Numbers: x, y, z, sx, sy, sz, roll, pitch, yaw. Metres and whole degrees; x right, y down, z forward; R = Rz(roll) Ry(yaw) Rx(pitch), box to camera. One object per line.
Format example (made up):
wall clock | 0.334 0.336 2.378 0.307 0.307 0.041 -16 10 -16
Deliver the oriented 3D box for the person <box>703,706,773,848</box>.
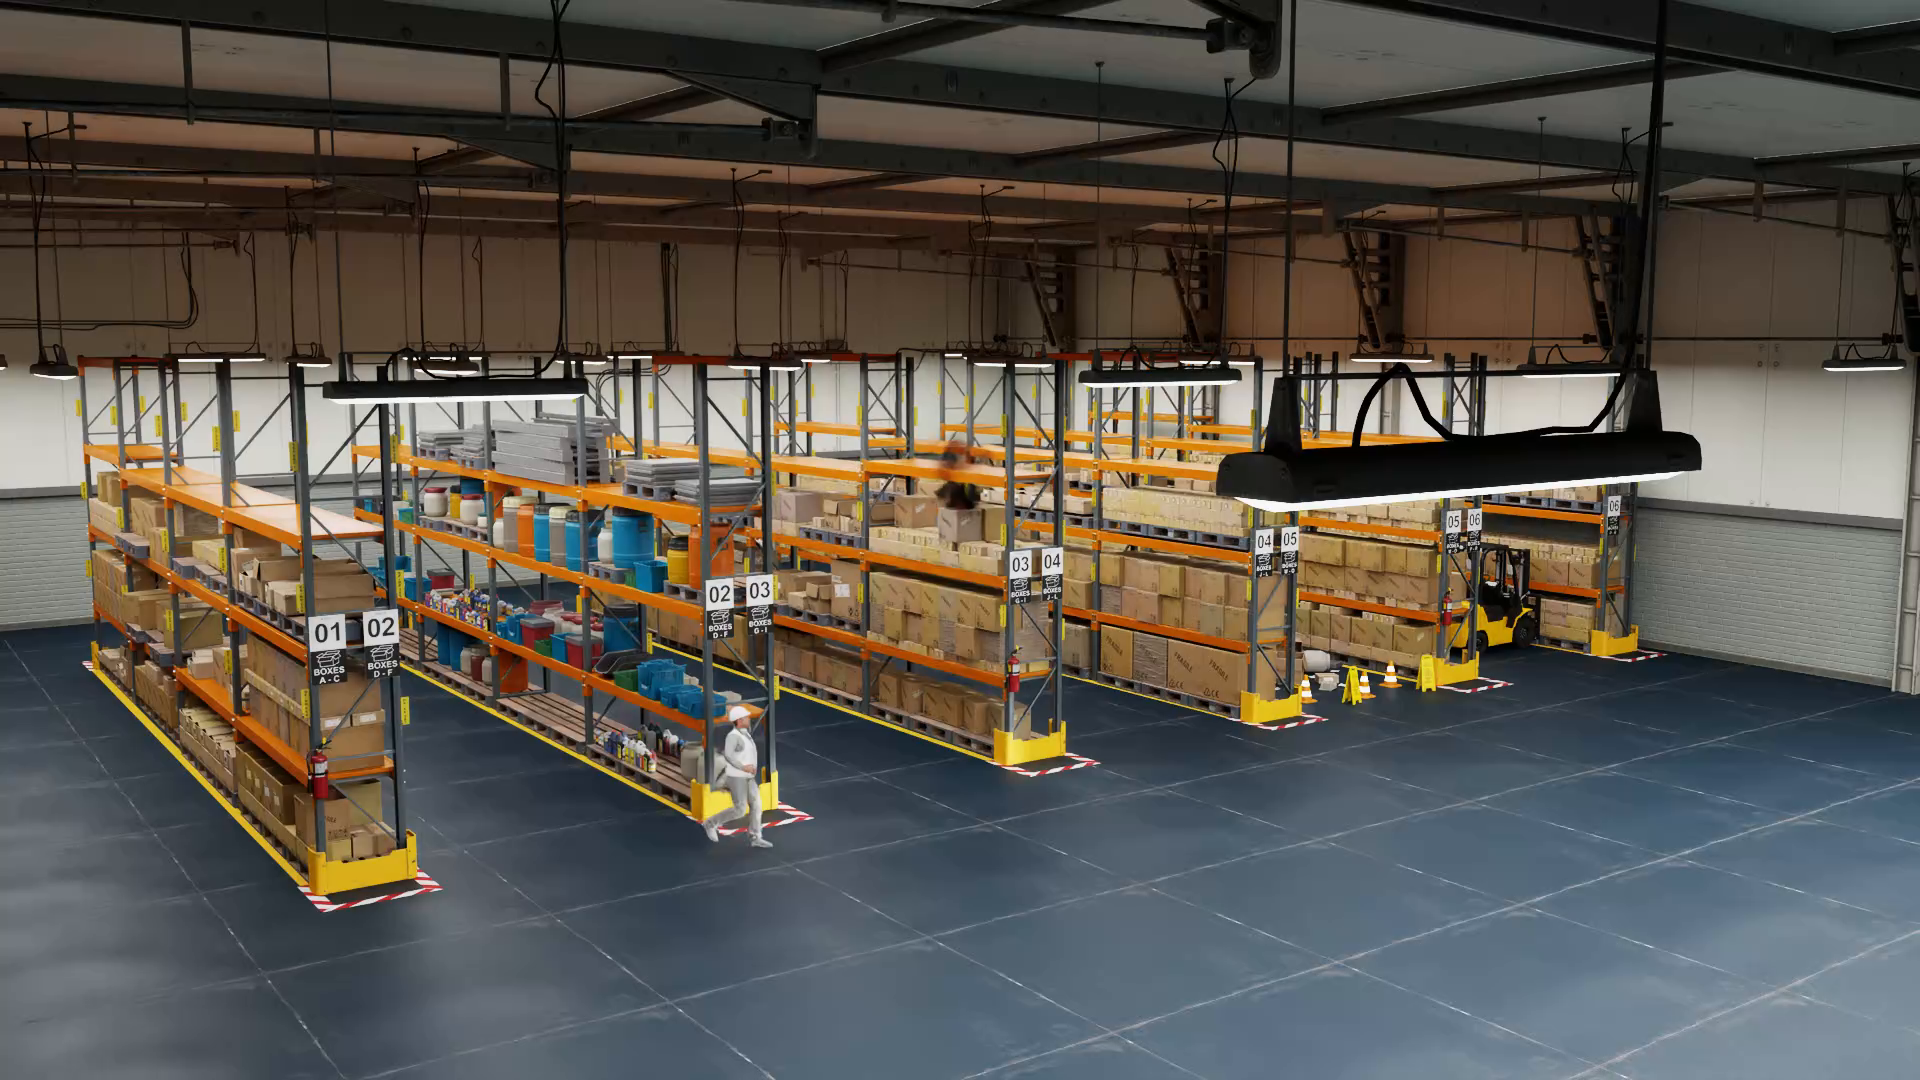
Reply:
person | -2.732 2.948 20.851 0.889 1.728 0.714 1 7 10

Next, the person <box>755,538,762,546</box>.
person | -5.080 0.530 41.375 0.688 1.604 0.482 4 8 31
